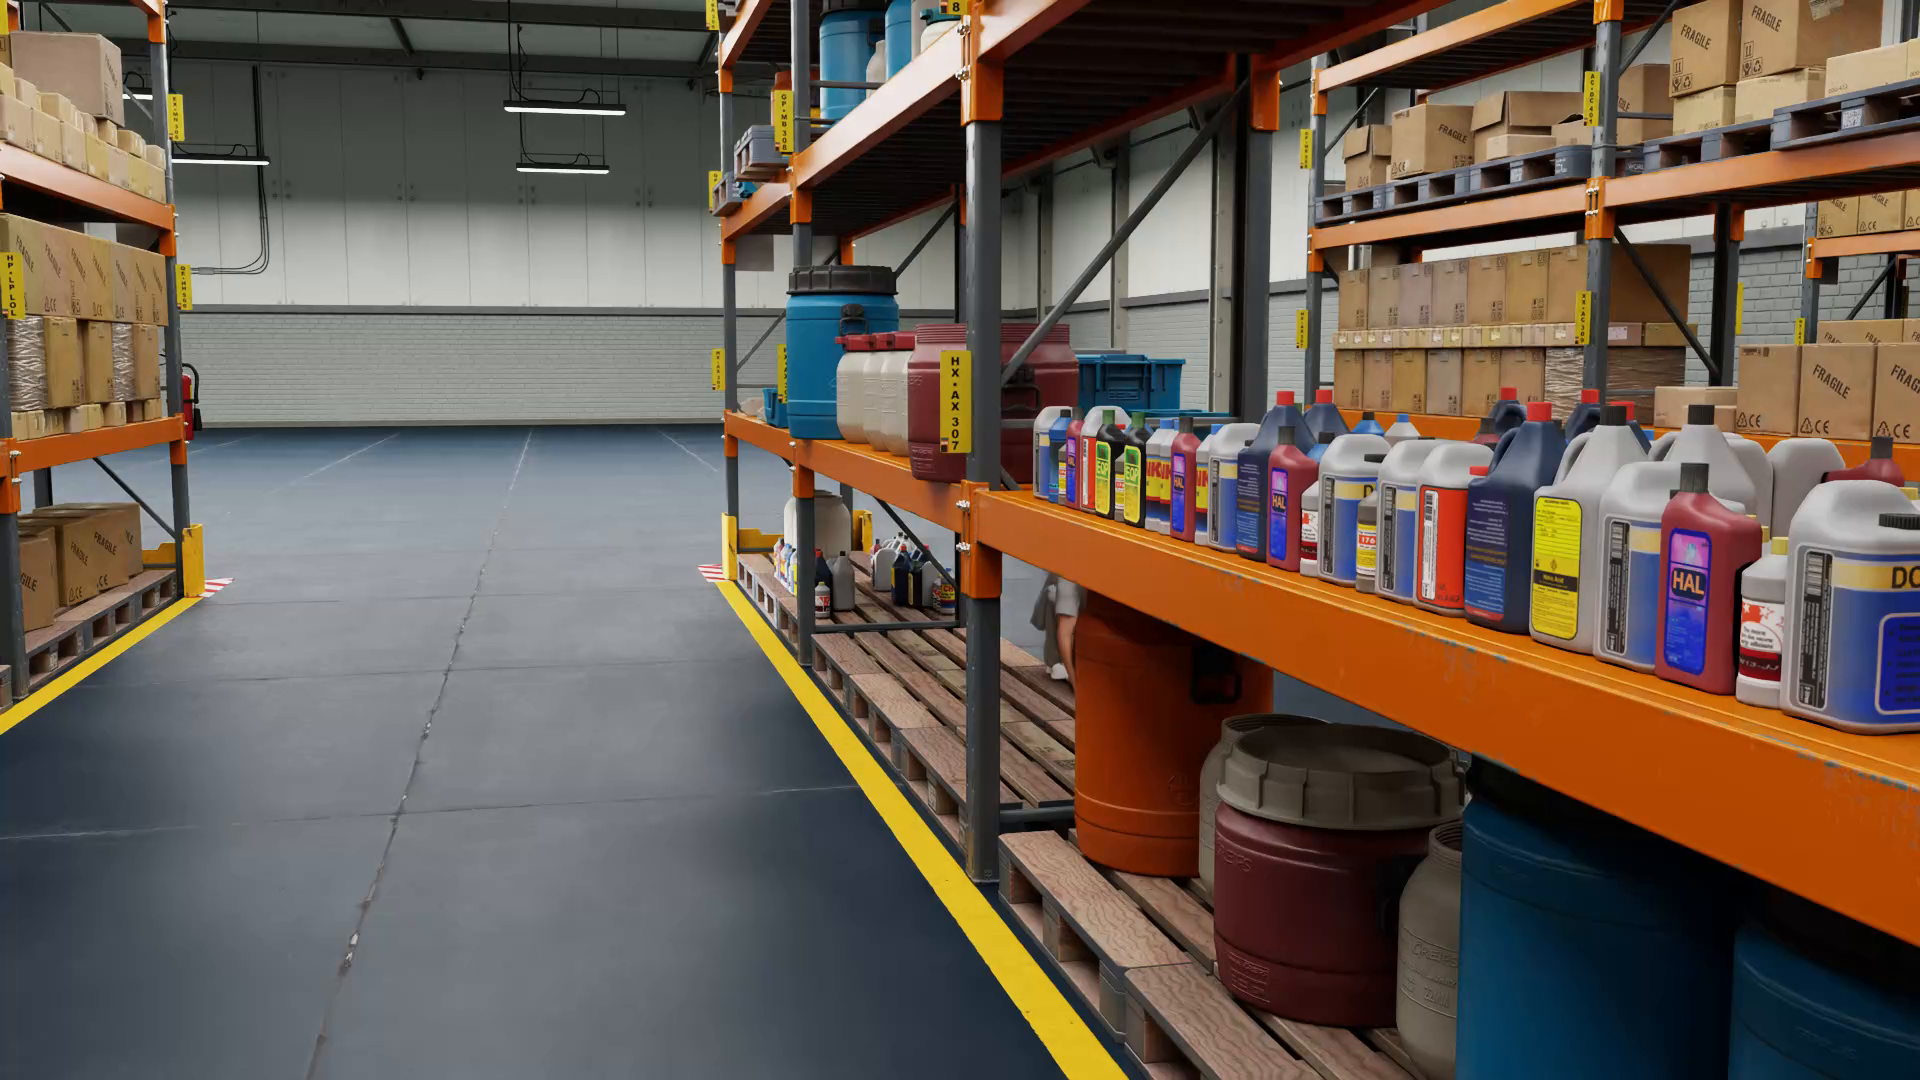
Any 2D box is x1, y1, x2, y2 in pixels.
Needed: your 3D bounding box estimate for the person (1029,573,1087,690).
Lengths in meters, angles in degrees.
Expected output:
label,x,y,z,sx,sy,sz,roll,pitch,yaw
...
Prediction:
label,x,y,z,sx,sy,sz,roll,pitch,yaw
person,0.617,0.404,7.859,0.479,0.939,0.799,-2,6,-14
